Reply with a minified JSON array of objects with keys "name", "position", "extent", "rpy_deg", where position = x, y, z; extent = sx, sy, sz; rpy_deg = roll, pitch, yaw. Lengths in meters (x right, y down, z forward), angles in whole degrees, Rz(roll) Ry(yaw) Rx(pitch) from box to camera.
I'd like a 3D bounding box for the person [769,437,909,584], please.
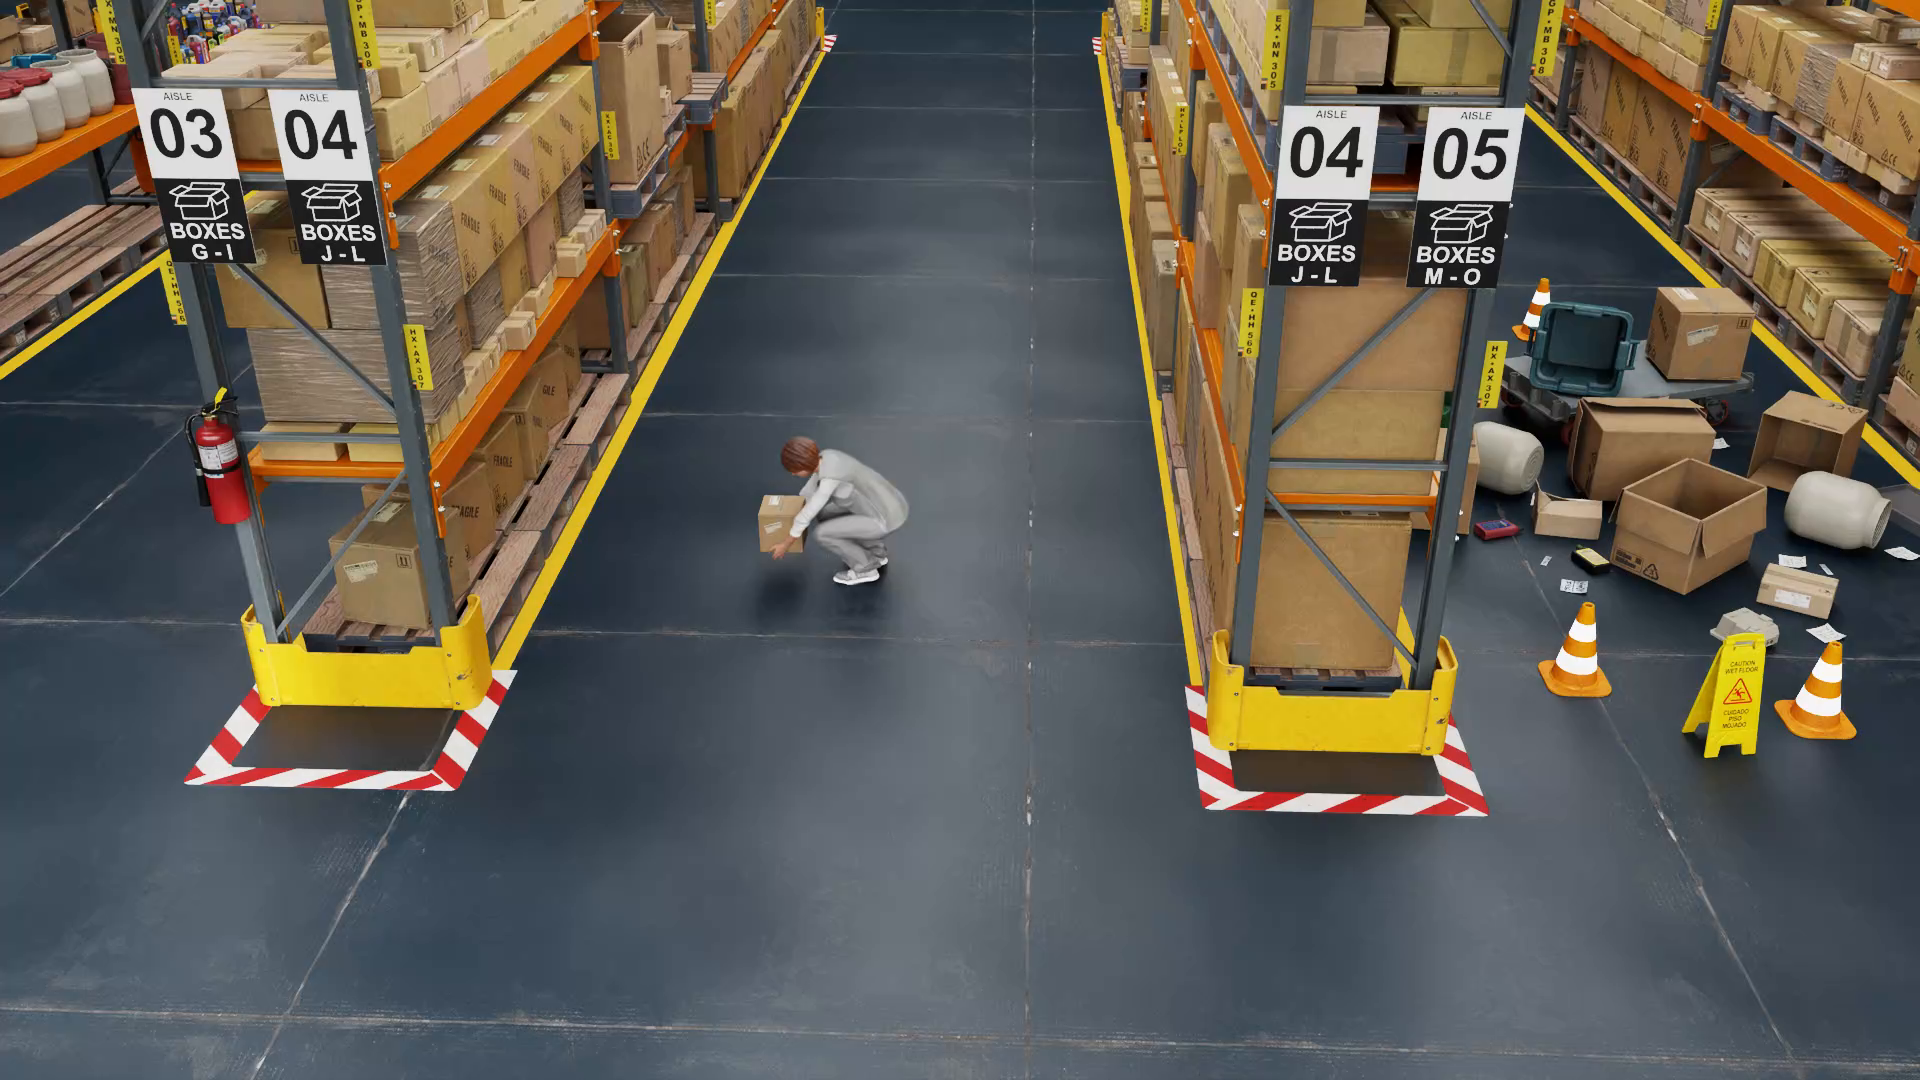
[{"name":"person","position":[-0.710,-0.193,9.741],"extent":[0.820,0.895,0.426],"rpy_deg":[1,28,1]}]
